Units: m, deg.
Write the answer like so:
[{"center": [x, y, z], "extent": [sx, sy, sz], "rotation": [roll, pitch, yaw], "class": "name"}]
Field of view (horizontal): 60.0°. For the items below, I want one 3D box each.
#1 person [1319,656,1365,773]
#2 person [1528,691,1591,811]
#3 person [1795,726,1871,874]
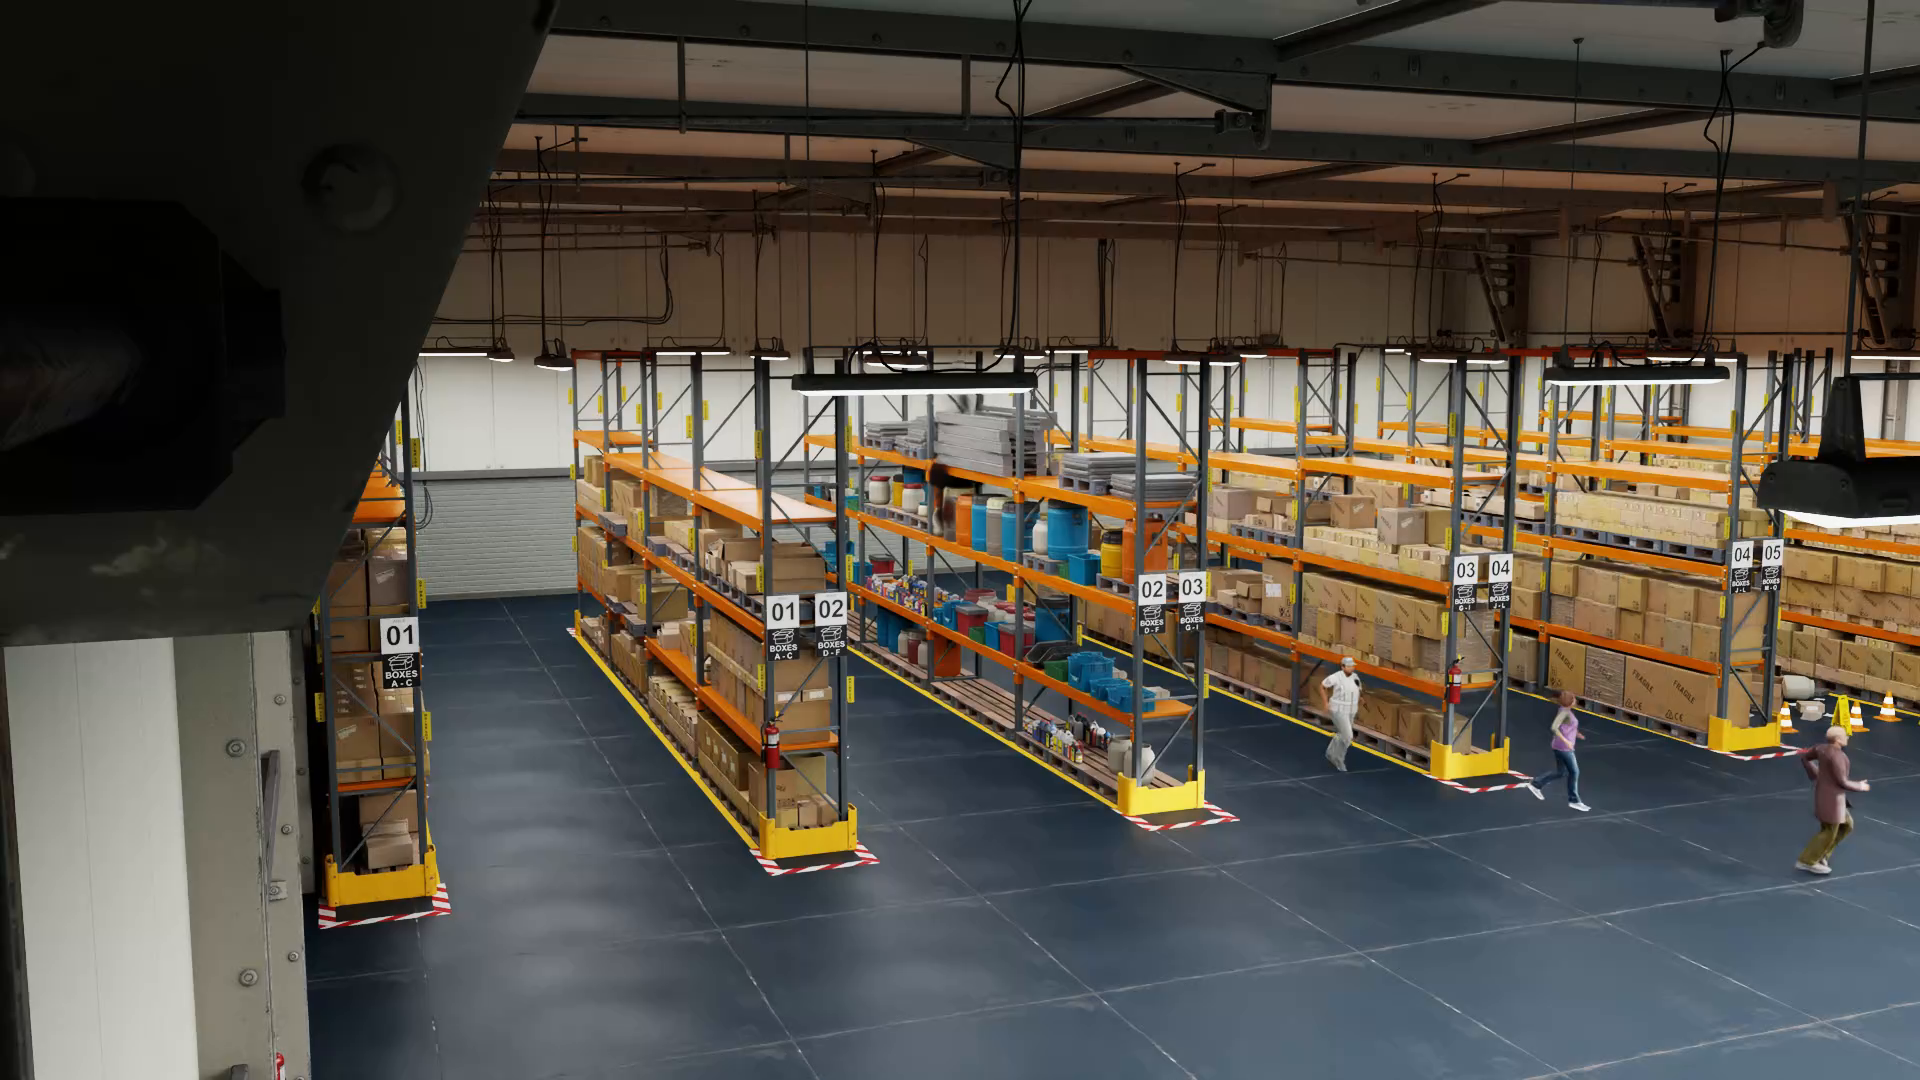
[{"center": [5.581, 2.528, 24.163], "extent": [0.566, 1.705, 0.771], "rotation": [-4, 8, -29], "class": "person"}, {"center": [8.021, 2.792, 22.190], "extent": [0.795, 1.596, 0.558], "rotation": [2, 7, 15], "class": "person"}, {"center": [10.222, 3.056, 19.472], "extent": [0.744, 1.798, 0.732], "rotation": [2, 7, 12], "class": "person"}]
